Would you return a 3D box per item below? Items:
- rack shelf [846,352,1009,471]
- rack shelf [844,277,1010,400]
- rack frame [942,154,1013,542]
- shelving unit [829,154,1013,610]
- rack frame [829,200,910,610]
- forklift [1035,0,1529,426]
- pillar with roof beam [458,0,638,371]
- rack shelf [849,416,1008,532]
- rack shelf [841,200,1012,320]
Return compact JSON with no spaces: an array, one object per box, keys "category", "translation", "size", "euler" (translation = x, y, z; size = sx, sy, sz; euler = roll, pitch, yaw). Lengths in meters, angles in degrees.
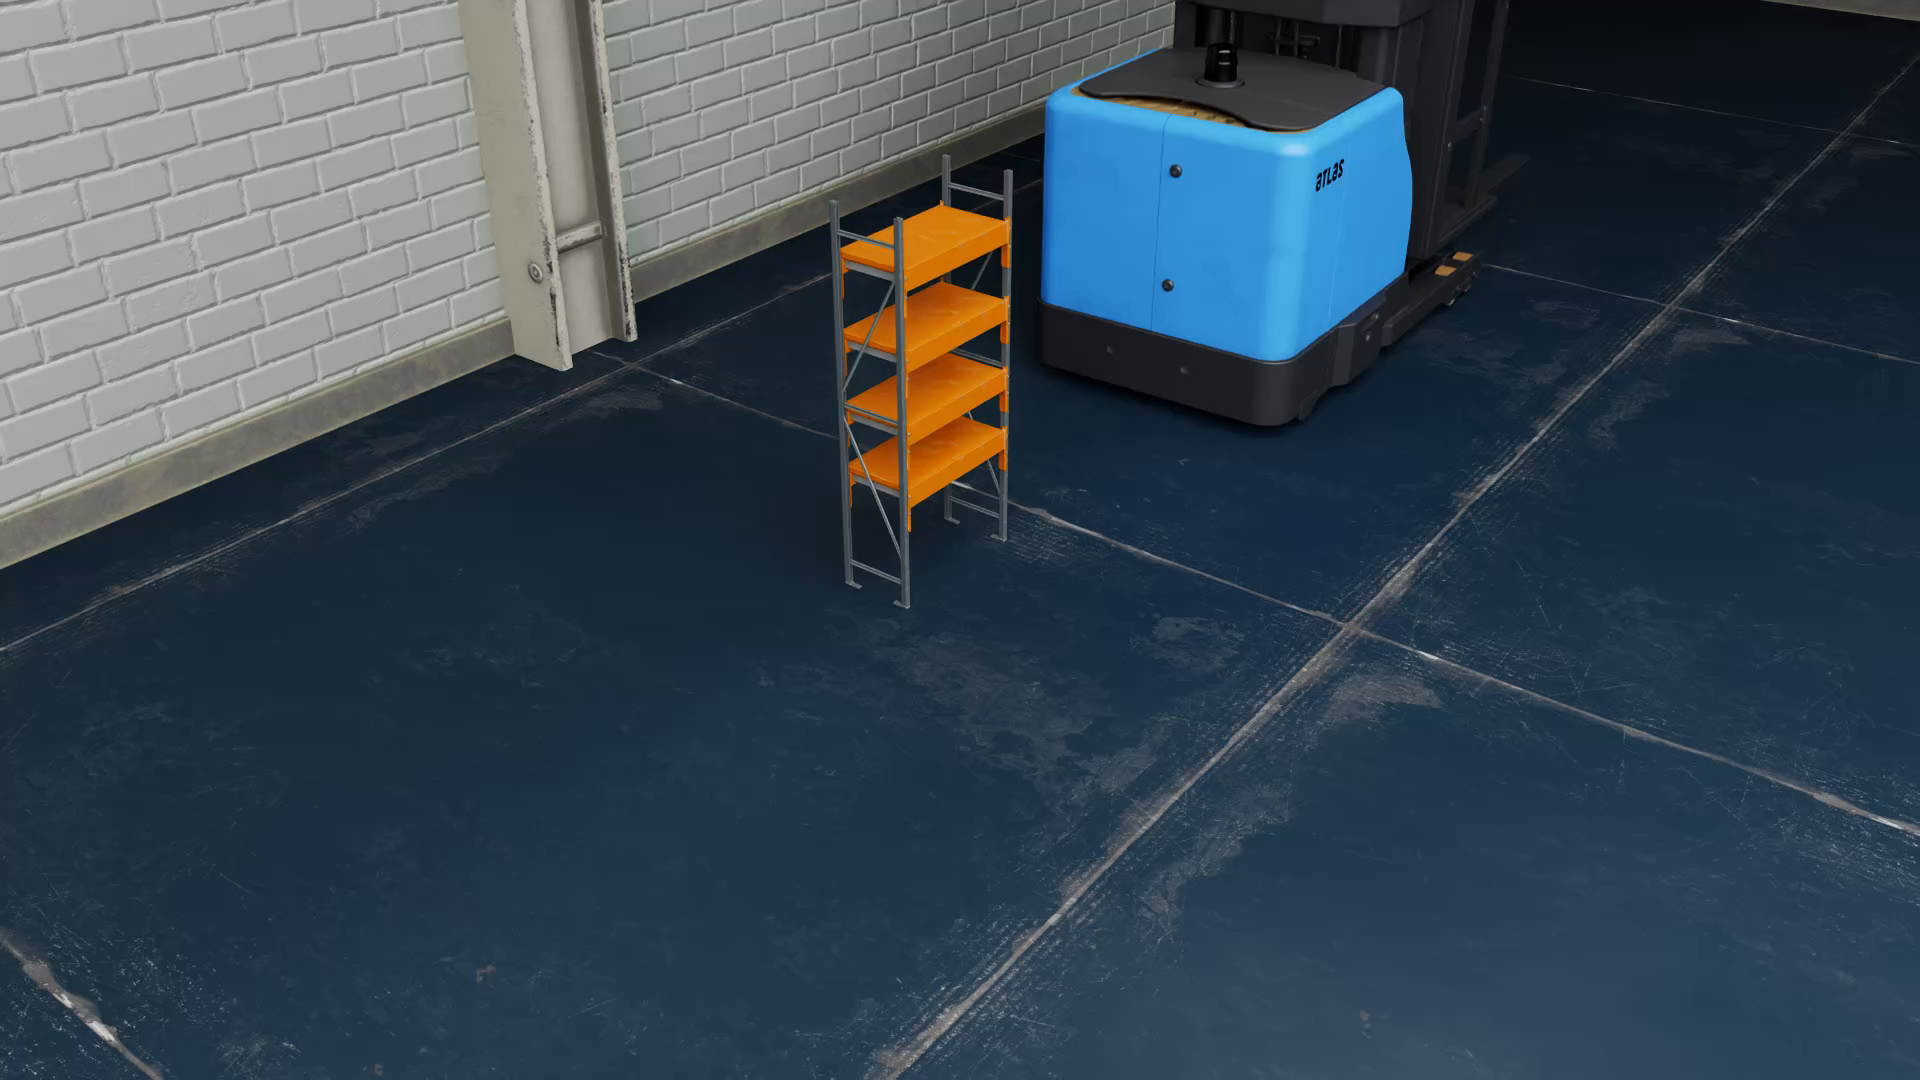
[{"category":"rack shelf","translation":[-0.100,-0.391,4.865],"size":[0.258,0.148,0.480],"euler":[21,37,31]},{"category":"rack shelf","translation":[-0.100,-0.583,4.751],"size":[0.258,0.148,0.480],"euler":[21,37,31]},{"category":"rack frame","translation":[0.047,-0.548,4.998],"size":[0.240,1.200,0.015],"euler":[21,37,31]},{"category":"shelving unit","translation":[-0.100,-0.449,4.831],"size":[0.258,1.200,0.503],"euler":[21,37,31]},{"category":"rack frame","translation":[-0.247,-0.350,4.663],"size":[0.240,1.200,0.015],"euler":[21,37,31]},{"category":"forklift","translation":[1.545,-2.357,6.352],"size":[1.130,2.935,3.031],"euler":[20,36,30]},{"category":"pillar with roof beam","translation":[1.915,-3.316,2.019],"size":[9.100,9.000,0.400],"euler":[21,37,31]},{"category":"rack shelf","translation":[-0.100,-0.220,4.966],"size":[0.258,0.148,0.480],"euler":[21,37,31]},{"category":"rack shelf","translation":[-0.100,-0.787,4.630],"size":[0.258,0.148,0.480],"euler":[21,37,31]}]
